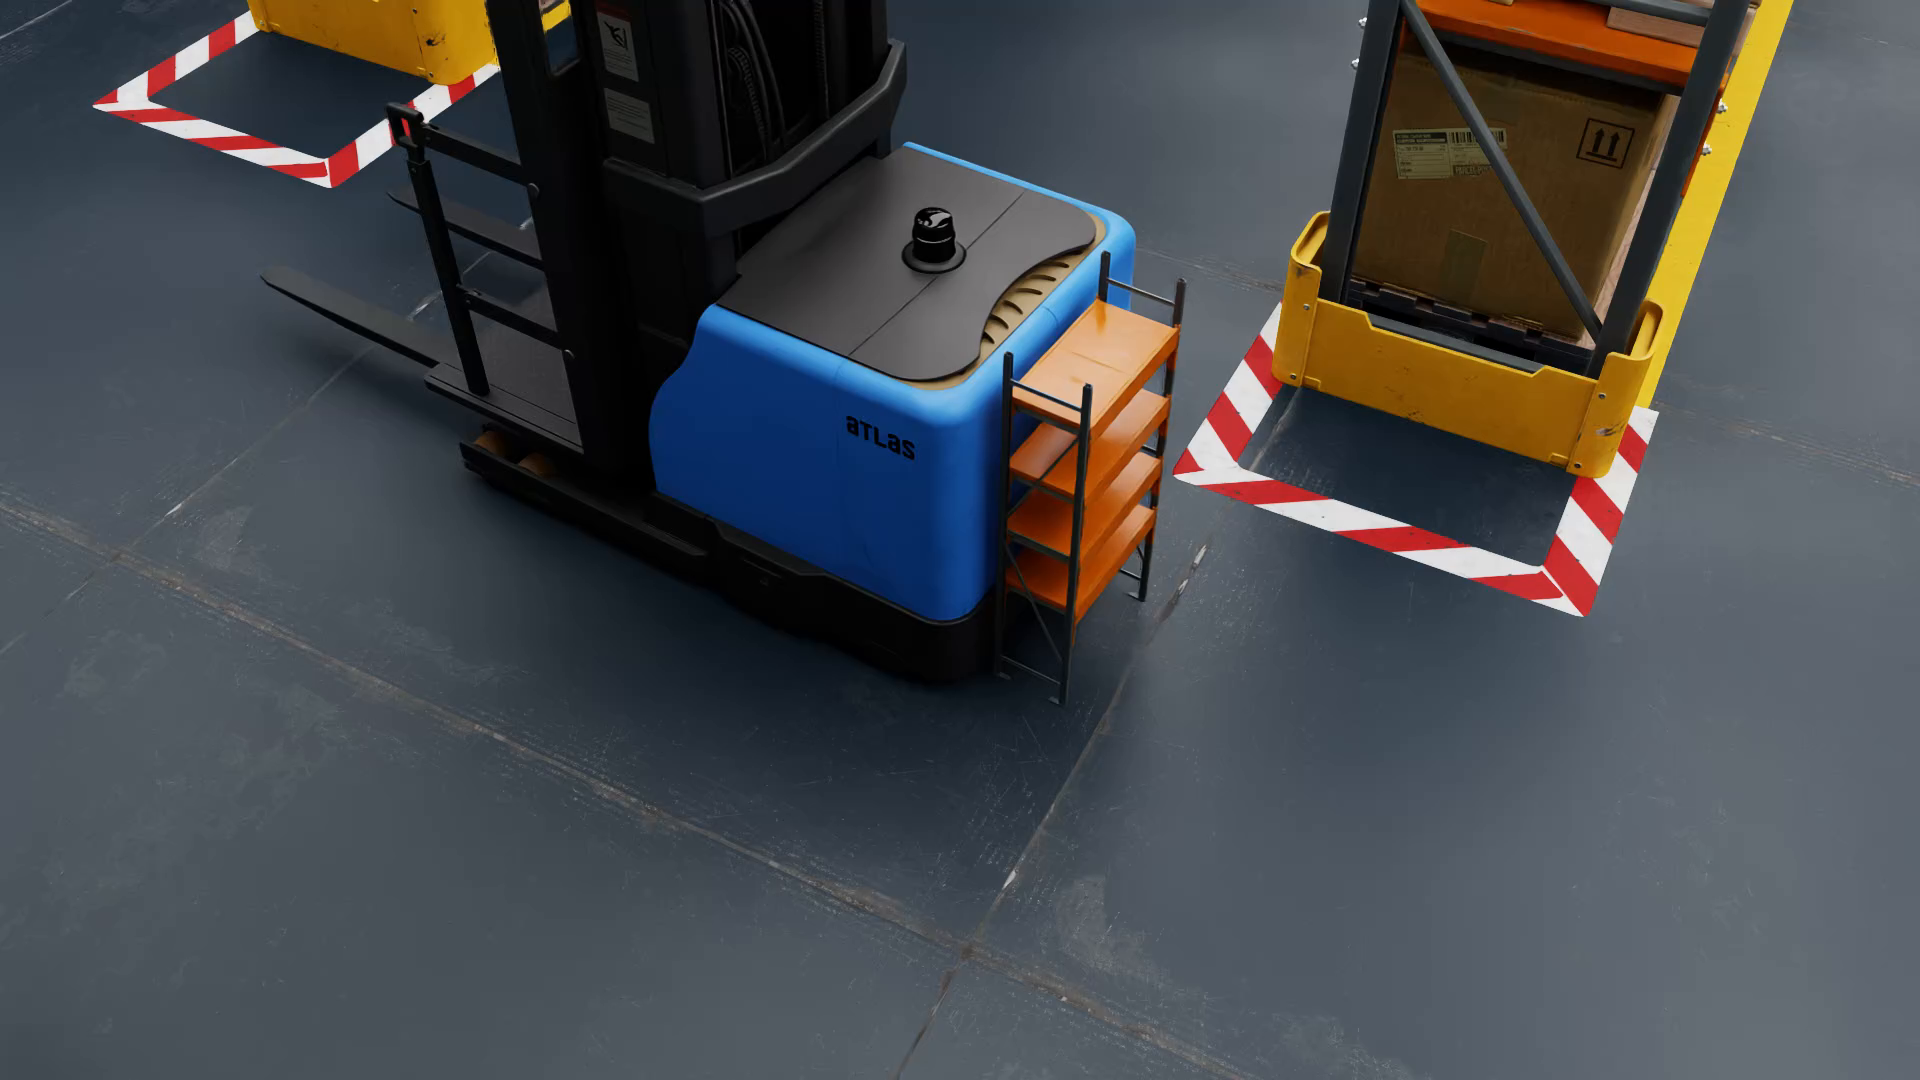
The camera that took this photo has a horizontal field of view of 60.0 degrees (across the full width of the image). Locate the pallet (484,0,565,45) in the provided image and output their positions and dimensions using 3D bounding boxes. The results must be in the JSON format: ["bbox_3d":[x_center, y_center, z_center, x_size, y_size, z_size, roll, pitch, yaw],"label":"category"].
[{"bbox_3d":[-2.226,-2.824,7.892,1.003,0.211,1.213,20,49,19],"label":"pallet"}]

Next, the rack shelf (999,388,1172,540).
[{"bbox_3d":[0.337,-0.243,4.425,0.258,0.148,0.480,24,50,22],"label":"rack shelf"}]

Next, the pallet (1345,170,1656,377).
[{"bbox_3d":[1.979,-1.104,6.193,1.003,0.211,1.213,20,49,19],"label":"pallet"}]

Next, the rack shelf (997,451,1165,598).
[{"bbox_3d":[0.336,-0.086,4.584,0.258,0.148,0.480,24,50,22],"label":"rack shelf"}]

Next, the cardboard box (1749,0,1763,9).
[{"bbox_3d":[2.139,-1.820,4.836,0.500,0.250,0.500,19,48,18],"label":"cardboard box"}]

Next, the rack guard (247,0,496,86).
[{"bbox_3d":[-2.634,-2.425,7.295,1.175,0.500,0.348,20,49,19],"label":"rack guard"}]

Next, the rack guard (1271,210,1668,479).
[{"bbox_3d":[1.666,-0.661,5.552,1.175,0.500,0.348,20,49,19],"label":"rack guard"}]

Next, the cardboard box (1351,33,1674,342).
[{"bbox_3d":[1.903,-1.385,5.708,0.875,0.875,0.875,20,49,19],"label":"cardboard box"}]

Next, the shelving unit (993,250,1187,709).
[{"bbox_3d":[0.336,-0.133,4.536,0.258,1.200,0.503,24,50,22],"label":"shelving unit"}]

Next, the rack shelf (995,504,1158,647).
[{"bbox_3d":[0.335,0.053,4.726,0.258,0.148,0.480,24,50,22],"label":"rack shelf"}]

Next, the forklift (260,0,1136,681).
[{"bbox_3d":[-1.014,-1.438,4.610,3.031,2.935,1.130,24,50,22],"label":"forklift"}]

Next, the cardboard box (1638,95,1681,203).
[{"bbox_3d":[2.326,-1.958,6.275,0.875,0.875,0.875,20,49,19],"label":"cardboard box"}]

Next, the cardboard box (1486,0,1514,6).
[{"bbox_3d":[1.551,-1.799,5.096,0.380,0.149,0.250,21,49,20],"label":"cardboard box"}]

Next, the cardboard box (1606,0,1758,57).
[{"bbox_3d":[2.134,-1.581,4.880,0.380,0.149,0.250,21,49,19],"label":"cardboard box"}]

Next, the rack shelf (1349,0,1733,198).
[{"bbox_3d":[2.605,-2.562,6.179,1.077,0.370,4.000,20,49,19],"label":"rack shelf"}]

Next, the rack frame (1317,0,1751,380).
[{"bbox_3d":[1.677,-1.555,4.677,1.000,3.000,0.127,20,49,19],"label":"rack frame"}]

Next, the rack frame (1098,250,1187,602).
[{"bbox_3d":[0.466,-0.280,4.682,0.240,1.200,0.015,24,50,22],"label":"rack frame"}]

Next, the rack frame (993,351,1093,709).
[{"bbox_3d":[0.206,0.014,4.391,0.240,1.200,0.015,24,50,22],"label":"rack frame"}]

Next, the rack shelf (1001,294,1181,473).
[{"bbox_3d":[0.339,-0.408,4.256,0.258,0.148,0.480,24,50,22],"label":"rack shelf"}]

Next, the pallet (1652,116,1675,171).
[{"bbox_3d":[2.546,-1.870,6.949,1.003,0.211,1.213,20,49,19],"label":"pallet"}]
